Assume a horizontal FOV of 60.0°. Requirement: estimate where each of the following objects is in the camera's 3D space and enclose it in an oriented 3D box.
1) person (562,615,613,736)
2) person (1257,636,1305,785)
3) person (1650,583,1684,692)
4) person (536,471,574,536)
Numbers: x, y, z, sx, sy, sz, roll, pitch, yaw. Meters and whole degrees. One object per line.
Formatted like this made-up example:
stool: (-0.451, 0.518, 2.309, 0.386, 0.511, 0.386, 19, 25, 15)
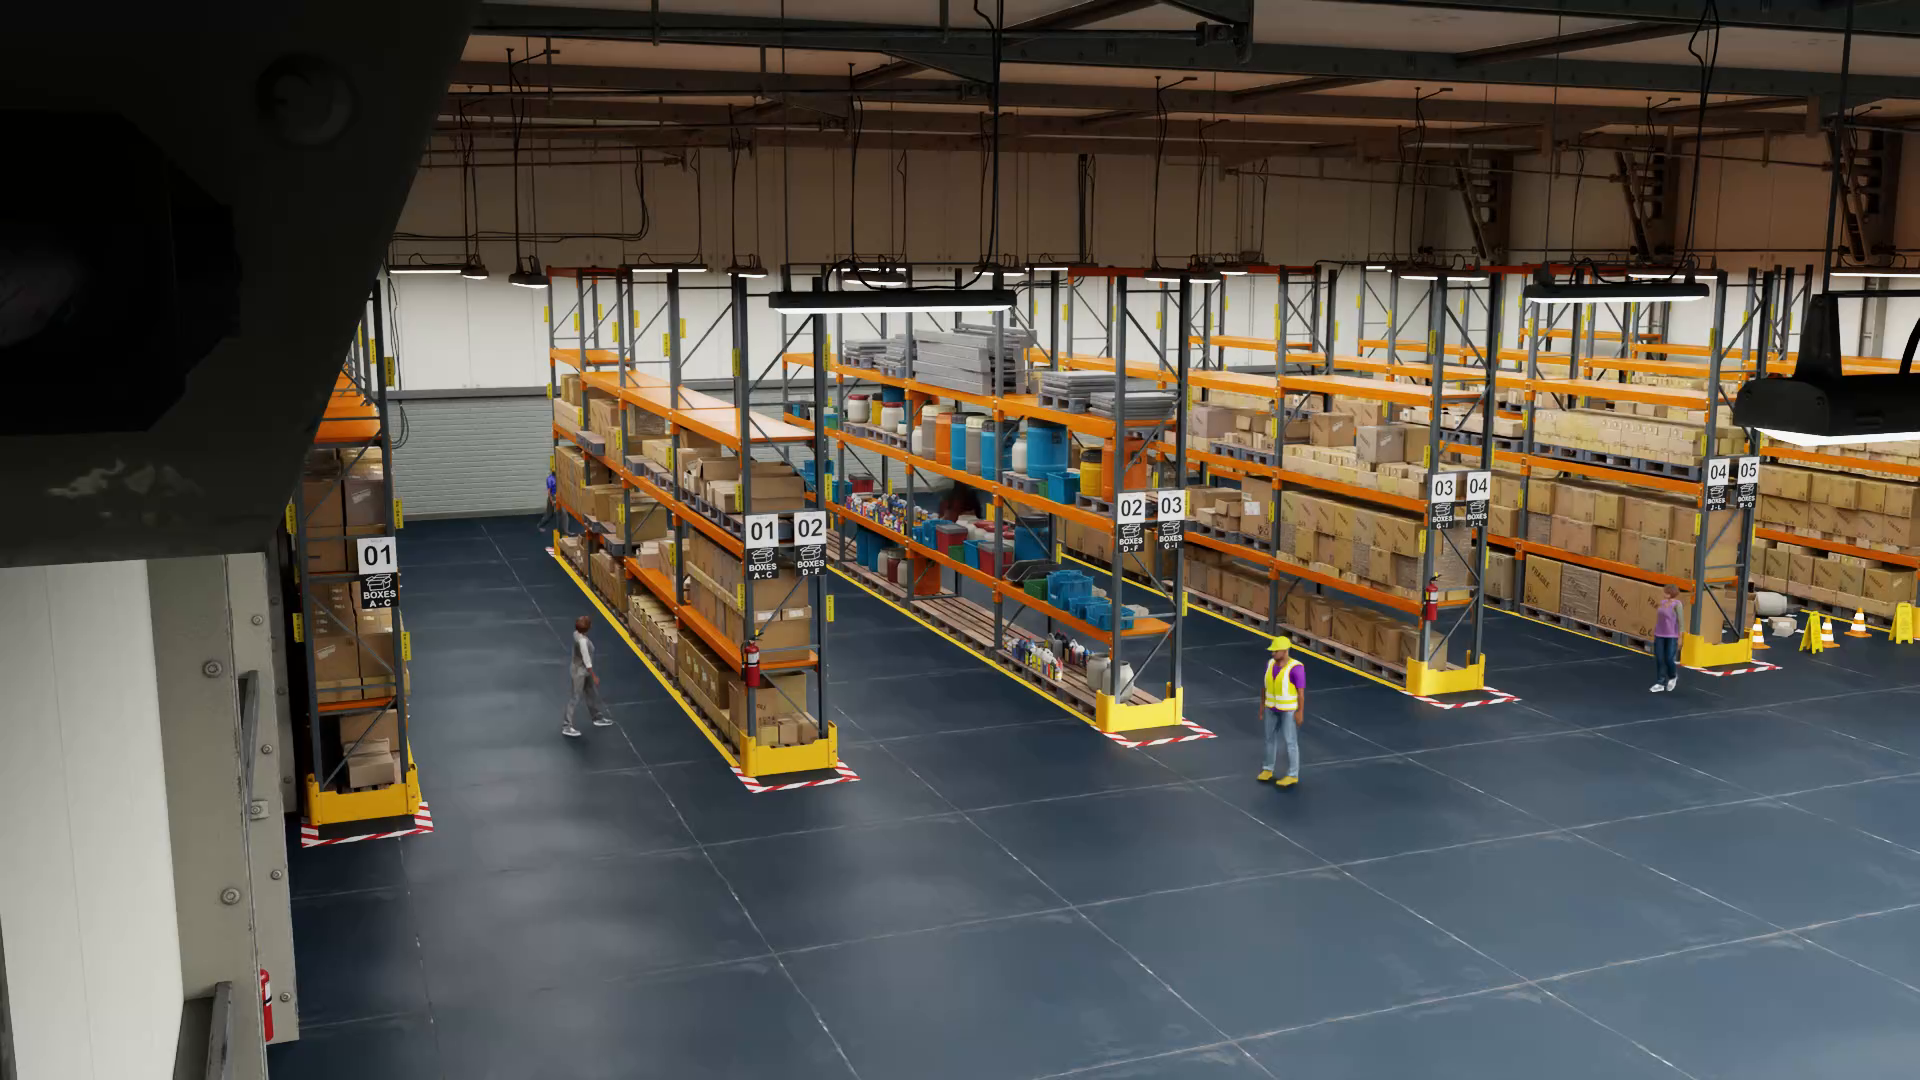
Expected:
person: (-4.952, 1.756, 21.974, 0.646, 1.575, 0.575, -2, 10, -9)
person: (3.815, 2.021, 19.911, 0.429, 1.771, 0.604, -10, 14, -44)
person: (10.187, 1.404, 23.923, 0.441, 1.595, 0.419, 9, 14, 43)
person: (-9.062, -0.907, 37.142, 0.932, 1.604, 0.486, 7, 12, 34)
